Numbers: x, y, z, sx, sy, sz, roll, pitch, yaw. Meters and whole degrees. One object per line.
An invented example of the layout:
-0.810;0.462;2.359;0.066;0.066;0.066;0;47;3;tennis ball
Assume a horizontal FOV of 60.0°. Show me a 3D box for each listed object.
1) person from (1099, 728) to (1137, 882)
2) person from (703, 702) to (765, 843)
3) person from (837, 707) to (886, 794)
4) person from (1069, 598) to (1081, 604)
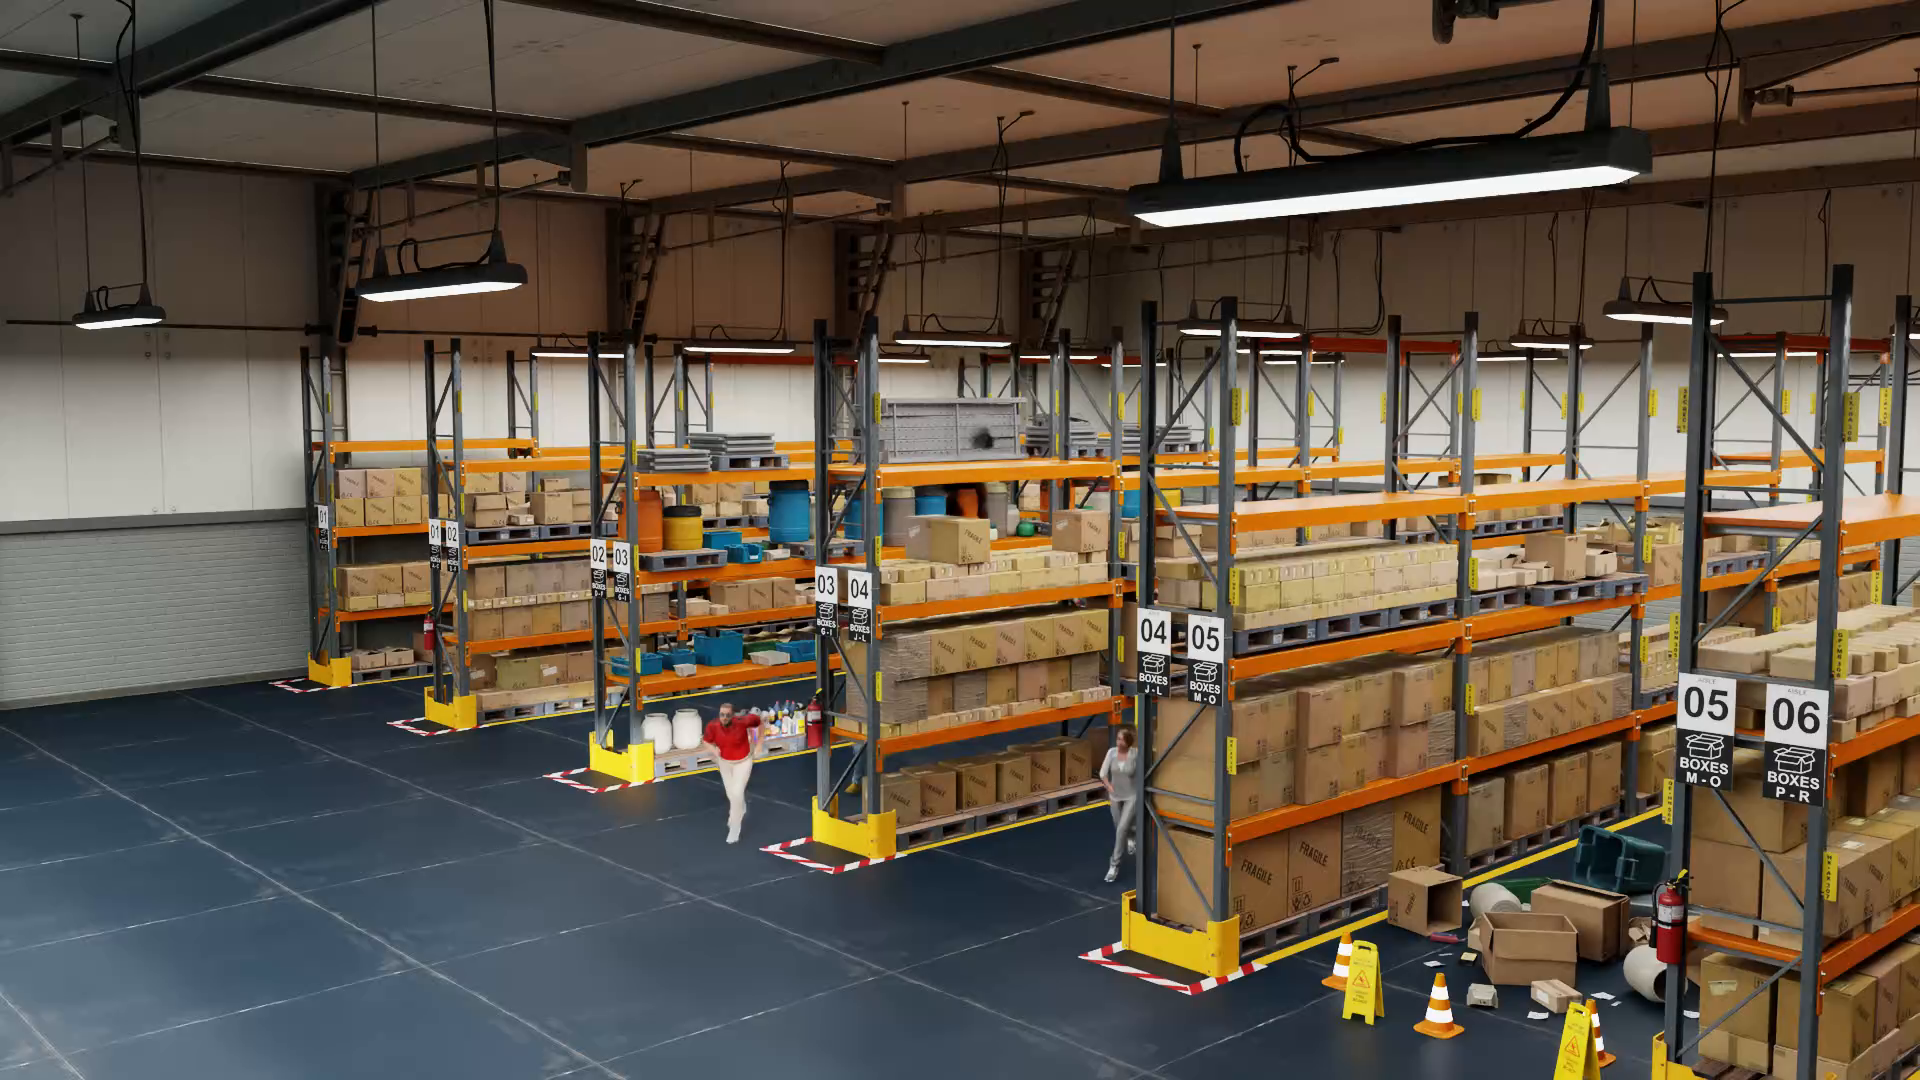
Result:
1.785;2.797;17.945;0.564;1.591;0.917;2;5;23;person
-2.616;2.675;19.456;0.702;1.694;1.025;1;5;6;person
-1.216;2.395;21.806;0.712;1.745;0.870;4;6;39;person
1.963;1.544;31.144;0.586;1.738;0.656;-5;7;-43;person
